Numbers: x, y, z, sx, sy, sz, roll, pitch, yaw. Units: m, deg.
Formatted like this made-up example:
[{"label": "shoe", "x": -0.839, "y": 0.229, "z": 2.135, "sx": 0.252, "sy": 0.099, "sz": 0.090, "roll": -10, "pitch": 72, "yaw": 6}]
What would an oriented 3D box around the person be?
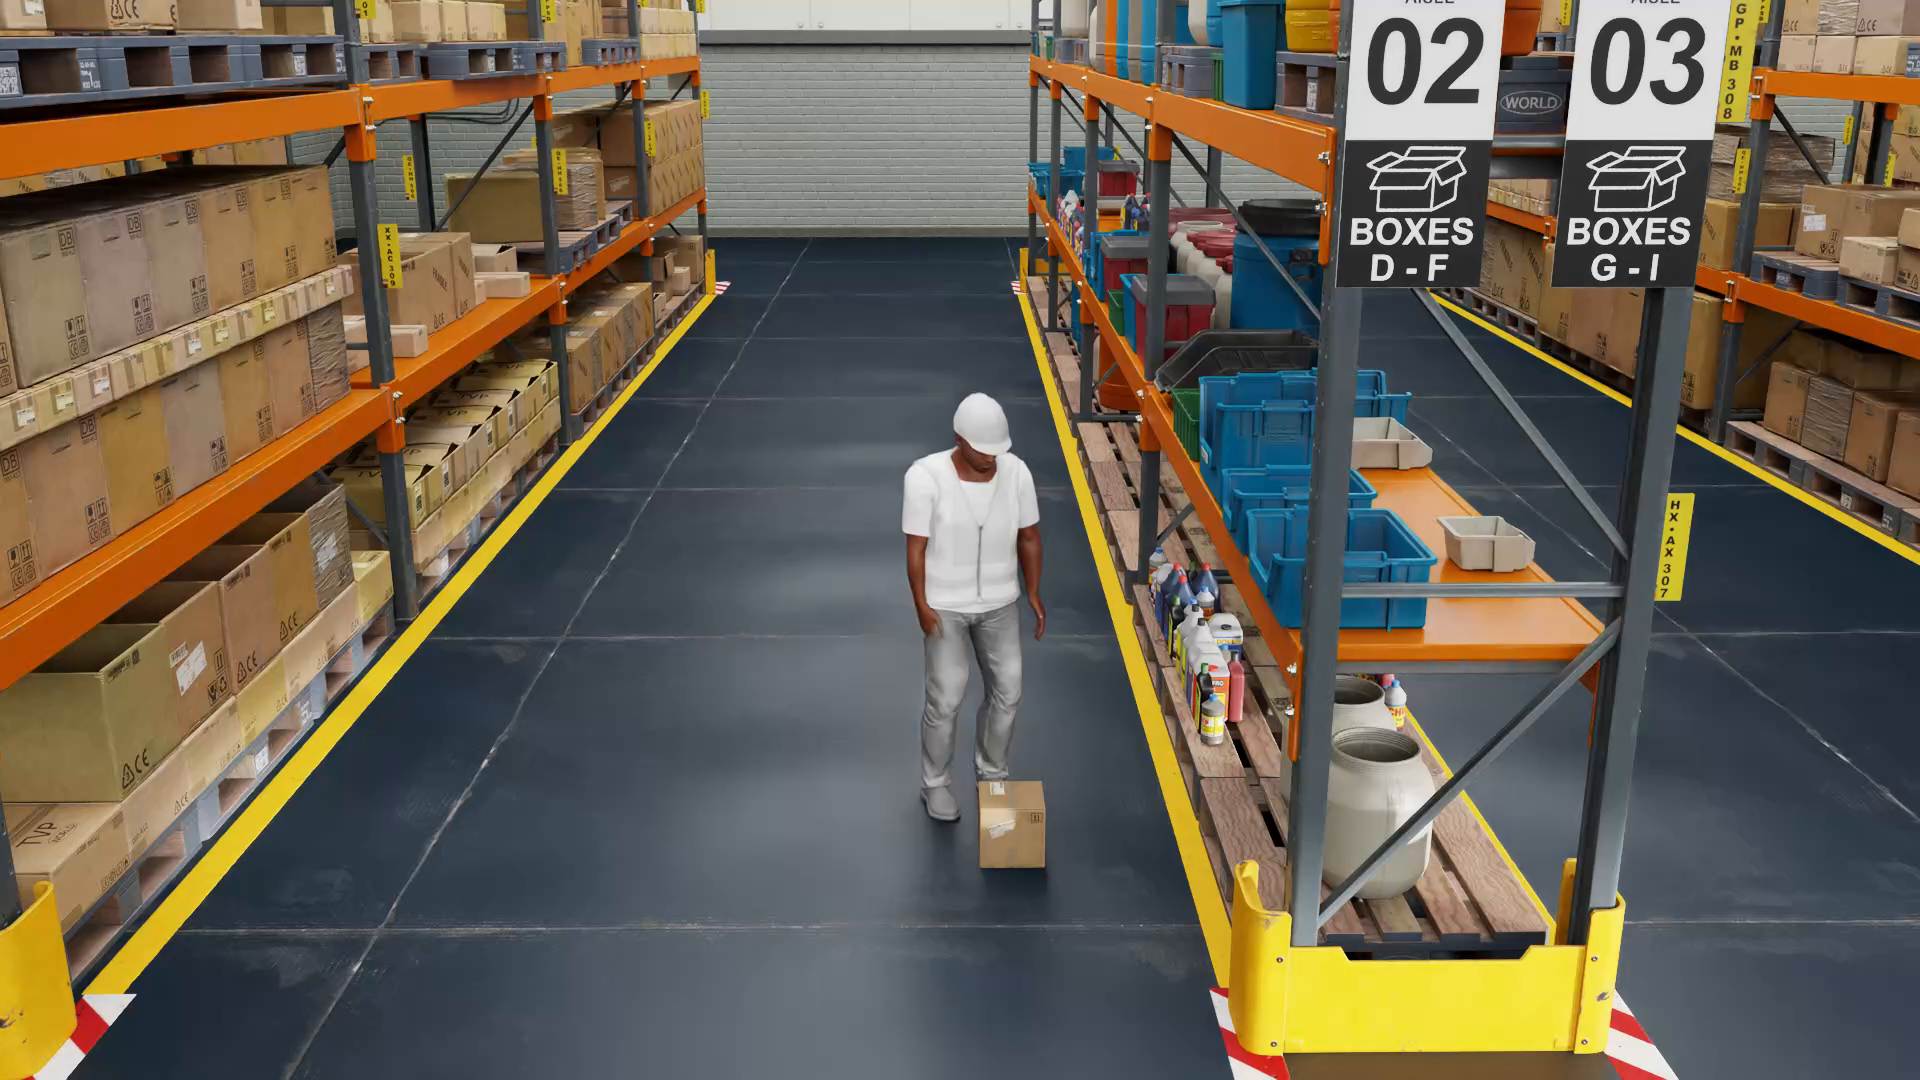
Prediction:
[{"label": "person", "x": 0.063, "y": 0.259, "z": 6.699, "sx": 0.578, "sy": 1.746, "sz": 0.396, "roll": -6, "pitch": 18, "yaw": -18}]
